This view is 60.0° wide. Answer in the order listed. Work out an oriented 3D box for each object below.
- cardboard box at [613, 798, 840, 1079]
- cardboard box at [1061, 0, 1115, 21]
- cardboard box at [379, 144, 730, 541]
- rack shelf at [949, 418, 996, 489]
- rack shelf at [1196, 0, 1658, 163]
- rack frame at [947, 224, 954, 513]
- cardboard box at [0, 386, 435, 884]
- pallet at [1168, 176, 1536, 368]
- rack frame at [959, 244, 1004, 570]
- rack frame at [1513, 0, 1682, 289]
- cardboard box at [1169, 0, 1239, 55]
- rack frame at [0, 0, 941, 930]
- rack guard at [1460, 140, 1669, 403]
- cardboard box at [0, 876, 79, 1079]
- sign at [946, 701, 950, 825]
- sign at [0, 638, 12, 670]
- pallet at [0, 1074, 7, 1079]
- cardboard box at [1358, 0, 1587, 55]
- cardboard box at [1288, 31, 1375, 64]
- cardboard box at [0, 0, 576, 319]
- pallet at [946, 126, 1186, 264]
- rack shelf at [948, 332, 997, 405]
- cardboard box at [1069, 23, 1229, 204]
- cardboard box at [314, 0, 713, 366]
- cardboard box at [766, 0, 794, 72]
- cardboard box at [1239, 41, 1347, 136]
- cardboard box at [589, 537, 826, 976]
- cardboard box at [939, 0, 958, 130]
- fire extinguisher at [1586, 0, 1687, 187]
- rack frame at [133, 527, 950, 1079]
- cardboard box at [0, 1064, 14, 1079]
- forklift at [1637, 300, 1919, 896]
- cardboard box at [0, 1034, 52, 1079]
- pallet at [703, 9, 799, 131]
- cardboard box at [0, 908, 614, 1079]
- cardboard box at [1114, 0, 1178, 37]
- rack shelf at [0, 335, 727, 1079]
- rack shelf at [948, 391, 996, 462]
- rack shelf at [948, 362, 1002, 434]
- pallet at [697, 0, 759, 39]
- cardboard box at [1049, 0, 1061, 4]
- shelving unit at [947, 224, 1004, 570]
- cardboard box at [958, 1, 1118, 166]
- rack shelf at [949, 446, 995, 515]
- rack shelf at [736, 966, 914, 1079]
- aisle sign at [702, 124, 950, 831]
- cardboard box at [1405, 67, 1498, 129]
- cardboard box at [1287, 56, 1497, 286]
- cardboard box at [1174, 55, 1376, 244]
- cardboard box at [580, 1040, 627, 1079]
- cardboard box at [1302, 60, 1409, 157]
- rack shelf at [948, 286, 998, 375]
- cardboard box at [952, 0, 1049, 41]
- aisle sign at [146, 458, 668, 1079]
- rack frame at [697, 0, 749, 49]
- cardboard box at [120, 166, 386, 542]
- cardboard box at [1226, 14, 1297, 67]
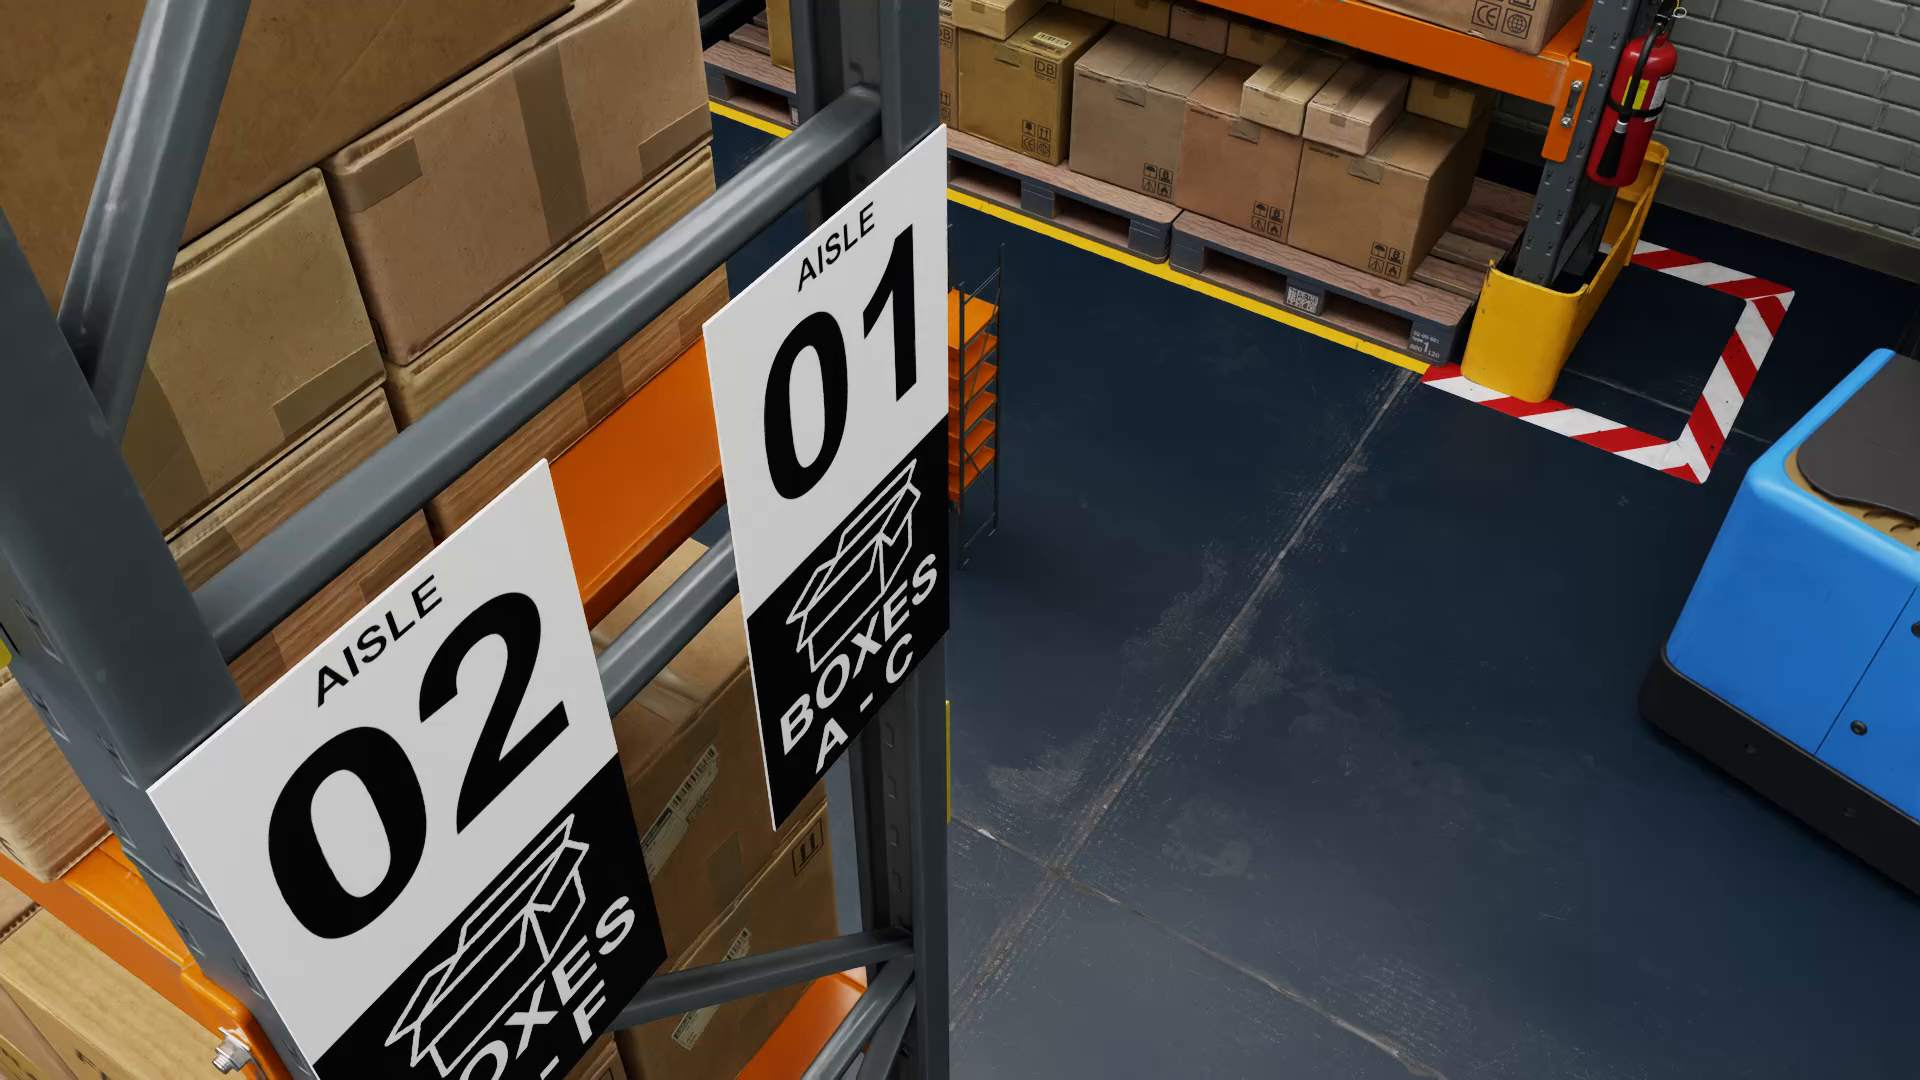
[{"bbox_3d":[-0.569,0.656,2.952,0.500,0.500,0.500,26,51,23],"label":"cardboard box"},{"bbox_3d":[0.622,-2.343,6.933,0.250,0.149,0.380,24,50,21],"label":"cardboard box"},{"bbox_3d":[-0.633,-0.324,1.986,0.500,0.250,0.500,25,51,22],"label":"cardboard box"},{"bbox_3d":[-0.012,-0.309,5.443,0.180,0.103,0.258,25,51,22],"label":"rack shelf"},{"bbox_3d":[0.650,-2.494,6.584,4.000,0.370,1.077,25,51,22],"label":"rack shelf"},{"bbox_3d":[-0.089,-0.459,5.360,0.006,1.200,0.240,25,51,22],"label":"rack frame"},{"bbox_3d":[-0.913,-0.011,1.682,0.500,0.250,0.500,25,51,22],"label":"cardboard box"},{"bbox_3d":[1.618,-1.261,6.828,1.213,0.211,1.003,25,51,22],"label":"pallet"},{"bbox_3d":[0.065,-0.388,5.291,0.006,1.200,0.240,25,51,22],"label":"rack frame"},{"bbox_3d":[2.333,-1.970,5.573,0.127,3.000,1.000,25,51,22],"label":"rack frame"},{"bbox_3d":[1.051,-2.145,6.741,0.250,0.149,0.380,25,51,23],"label":"cardboard box"},{"bbox_3d":[-0.338,-1.069,0.514,0.127,3.000,1.000,25,51,22],"label":"rack frame"},{"bbox_3d":[2.353,-1.090,6.460,0.348,0.500,1.175,25,51,22],"label":"rack guard"},{"bbox_3d":[-1.287,0.437,2.467,0.500,0.500,0.500,26,51,23],"label":"cardboard box"},{"bbox_3d":[-0.045,0.392,2.674,0.005,0.325,0.100,25,51,22],"label":"sign"},{"bbox_3d":[-0.654,-0.005,0.954,0.005,0.325,0.100,25,51,22],"label":"sign"},{"bbox_3d":[-2.096,1.183,4.453,1.213,0.211,1.003,25,51,22],"label":"pallet"},{"bbox_3d":[1.899,-2.266,5.651,0.700,0.700,0.980,27,52,24],"label":"cardboard box"},{"bbox_3d":[1.476,-1.950,6.551,0.250,0.149,0.380,25,51,22],"label":"cardboard box"},{"bbox_3d":[-0.779,-0.596,1.379,0.500,0.500,0.700,25,51,22],"label":"cardboard box"},{"bbox_3d":[0.595,-1.734,7.288,1.213,0.211,1.003,25,51,22],"label":"pallet"},{"bbox_3d":[-0.012,-0.560,5.185,0.180,0.103,0.258,25,51,22],"label":"rack shelf"},{"bbox_3d":[0.845,-1.844,6.901,0.500,0.500,0.700,23,50,21],"label":"cardboard box"},{"bbox_3d":[-0.630,-0.502,1.810,0.500,0.250,0.500,25,51,22],"label":"cardboard box"},{"bbox_3d":[-0.460,-2.443,7.482,0.500,0.500,0.700,25,51,23],"label":"cardboard box"},{"bbox_3d":[1.268,-1.720,6.328,0.250,0.149,0.380,26,51,23],"label":"cardboard box"},{"bbox_3d":[-0.569,0.307,2.593,0.500,0.500,0.500,26,51,23],"label":"cardboard box"},{"bbox_3d":[-0.039,-2.246,7.291,0.500,0.500,0.700,24,51,22],"label":"cardboard box"},{"bbox_3d":[2.211,-1.476,5.407,0.183,0.674,0.296,25,51,22],"label":"fire extinguisher"},{"bbox_3d":[-0.338,1.022,2.666,0.127,3.000,1.000,25,51,22],"label":"rack frame"},{"bbox_3d":[-1.718,0.582,3.023,0.500,0.500,0.500,25,51,22],"label":"cardboard box"},{"bbox_3d":[3.521,-0.928,4.608,3.031,2.935,1.130,-34,55,-28],"label":"forklift"},{"bbox_3d":[-1.300,0.779,2.832,0.500,0.500,0.500,25,51,22],"label":"cardboard box"},{"bbox_3d":[-0.436,-2.206,7.746,1.213,0.211,1.003,25,51,22],"label":"pallet"},{"bbox_3d":[-0.861,0.632,2.277,0.500,0.500,0.500,24,51,22],"label":"cardboard box"},{"bbox_3d":[0.835,-2.244,6.837,0.250,0.149,0.380,25,51,22],"label":"cardboard box"},{"bbox_3d":[-2.021,-0.547,2.600,4.000,0.370,1.077,25,51,22],"label":"rack shelf"},{"bbox_3d":[-0.012,-0.393,5.357,0.180,0.103,0.258,25,51,22],"label":"rack shelf"},{"bbox_3d":[-0.012,-0.476,5.271,0.180,0.103,0.258,25,51,22],"label":"rack shelf"},{"bbox_3d":[-1.724,-2.800,8.324,1.213,0.211,1.003,25,51,22],"label":"pallet"},{"bbox_3d":[0.404,-2.442,7.029,0.250,0.149,0.380,25,51,22],"label":"cardboard box"},{"bbox_3d":[-0.012,-0.424,5.325,0.189,1.200,0.258,25,51,22],"label":"shelving unit"},{"bbox_3d":[0.392,-2.046,7.097,0.500,0.500,0.700,26,51,23],"label":"cardboard box"},{"bbox_3d":[-0.012,-0.226,5.529,0.180,0.103,0.258,25,51,22],"label":"rack shelf"},{"bbox_3d":[-2.021,0.498,3.676,4.000,0.370,1.077,25,51,22],"label":"rack shelf"},{"bbox_3d":[-0.122,-0.035,1.880,0.004,0.787,0.394,25,51,22],"label":"aisle sign"},{"bbox_3d":[1.903,-1.755,6.361,0.250,0.149,0.380,25,51,22],"label":"cardboard box"},{"bbox_3d":[1.690,-1.456,6.524,0.500,0.500,0.700,25,51,22],"label":"cardboard box"},{"bbox_3d":[1.269,-1.650,6.712,0.500,0.500,0.700,25,51,22],"label":"cardboard box"},{"bbox_3d":[-0.862,0.978,2.639,0.500,0.500,0.500,26,51,23],"label":"cardboard box"},{"bbox_3d":[1.484,-1.622,6.232,0.250,0.149,0.380,24,51,22],"label":"cardboard box"},{"bbox_3d":[-0.012,-0.644,5.099,0.180,0.103,0.258,25,51,22],"label":"rack shelf"},{"bbox_3d":[0.170,-2.224,6.818,0.250,0.149,0.380,23,50,21],"label":"cardboard box"},{"bbox_3d":[-0.446,0.327,1.528,0.004,0.787,0.394,25,51,22],"label":"aisle sign"},{"bbox_3d":[-1.034,-3.519,7.078,0.127,3.000,1.000,25,51,22],"label":"rack frame"},{"bbox_3d":[-0.908,-0.191,1.508,0.500,0.250,0.500,25,51,22],"label":"cardboard box"},{"bbox_3d":[1.266,-2.047,6.646,0.250,0.149,0.380,25,51,22],"label":"cardboard box"}]
